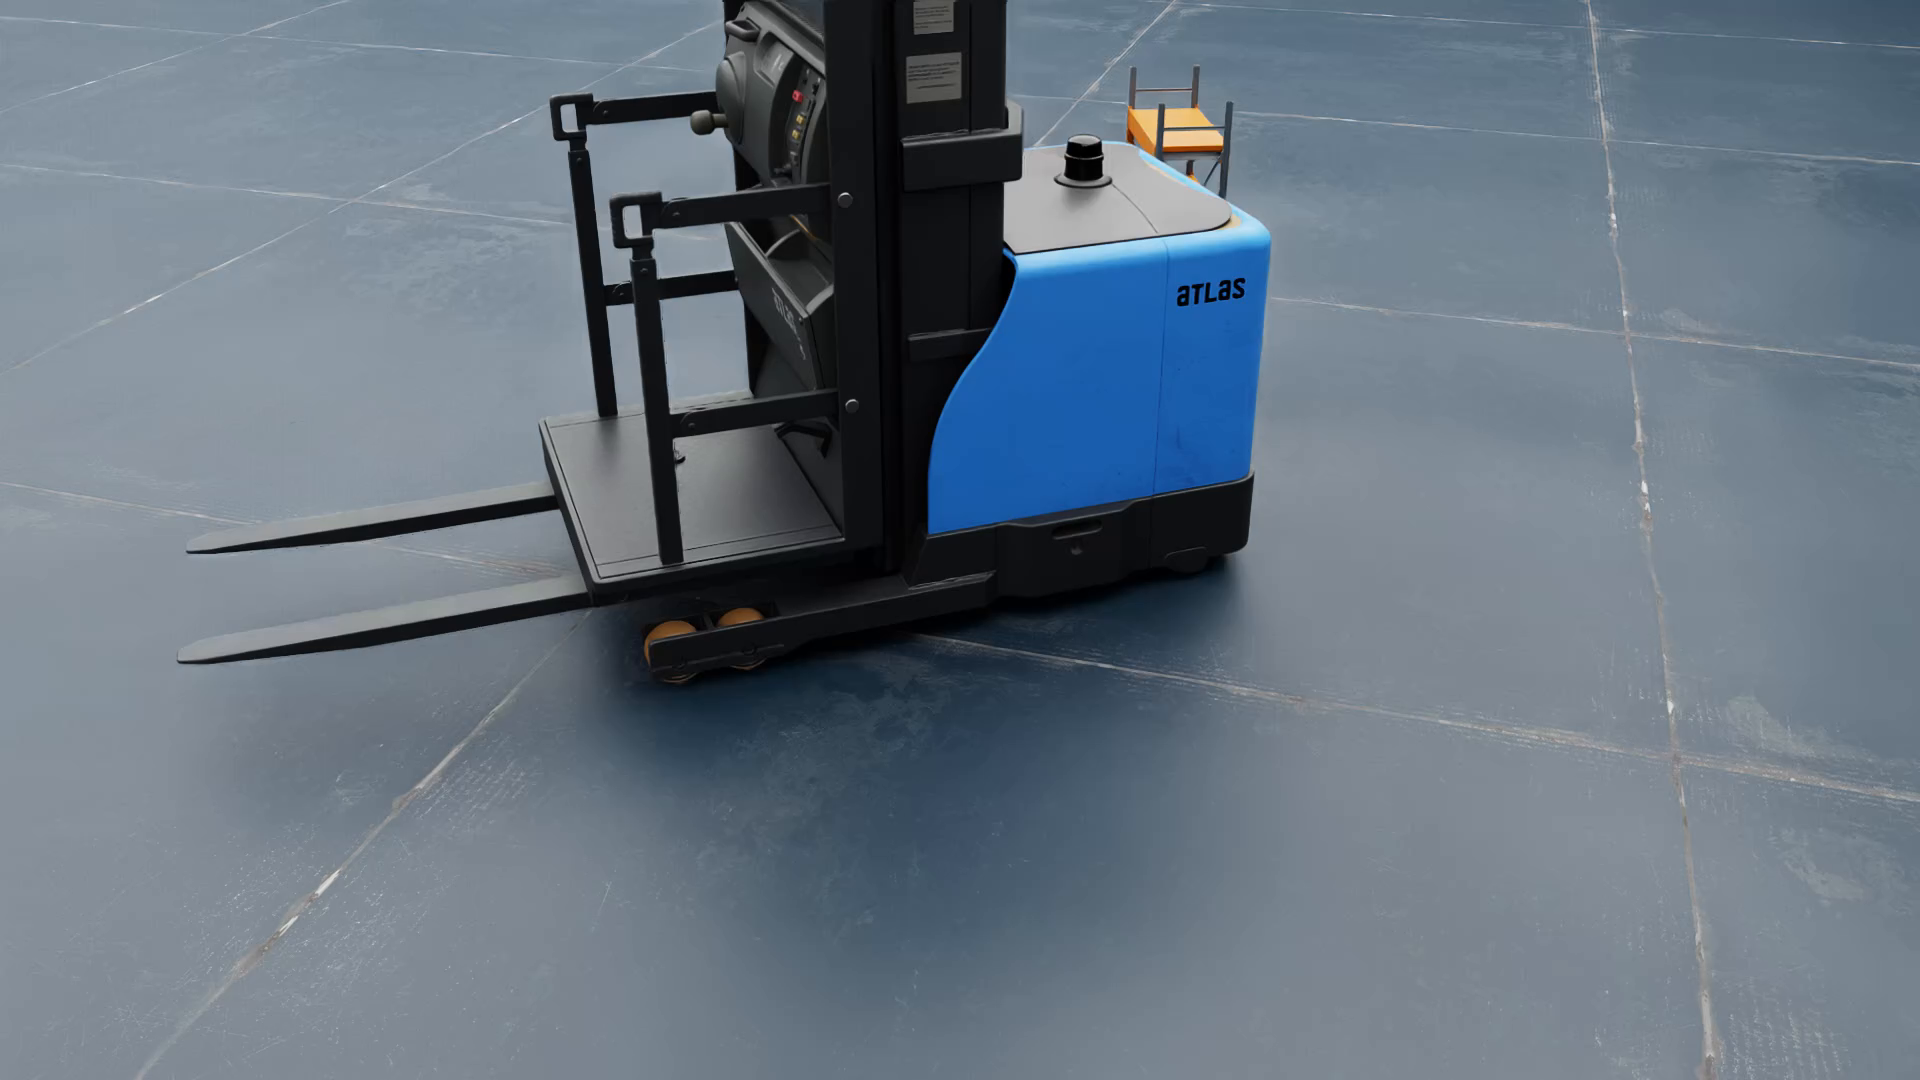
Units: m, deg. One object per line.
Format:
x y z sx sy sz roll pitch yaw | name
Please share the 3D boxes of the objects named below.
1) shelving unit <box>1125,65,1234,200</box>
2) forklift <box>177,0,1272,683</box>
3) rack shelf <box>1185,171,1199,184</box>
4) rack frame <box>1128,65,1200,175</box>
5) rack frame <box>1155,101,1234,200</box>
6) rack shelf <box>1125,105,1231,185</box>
0.727 -0.982 5.782 0.258 1.200 0.503 -3 29 -5 | shelving unit
-0.687 -1.181 4.357 3.031 2.935 1.130 -10 31 -18 | forklift
0.727 -1.119 5.706 0.258 0.148 0.480 -3 29 -5 | rack shelf
0.704 -1.101 5.994 0.240 1.200 0.015 -3 29 -5 | rack frame
0.749 -0.864 5.570 0.240 1.200 0.015 -3 29 -5 | rack frame
0.727 -1.326 5.591 0.258 0.148 0.480 -3 29 -5 | rack shelf
